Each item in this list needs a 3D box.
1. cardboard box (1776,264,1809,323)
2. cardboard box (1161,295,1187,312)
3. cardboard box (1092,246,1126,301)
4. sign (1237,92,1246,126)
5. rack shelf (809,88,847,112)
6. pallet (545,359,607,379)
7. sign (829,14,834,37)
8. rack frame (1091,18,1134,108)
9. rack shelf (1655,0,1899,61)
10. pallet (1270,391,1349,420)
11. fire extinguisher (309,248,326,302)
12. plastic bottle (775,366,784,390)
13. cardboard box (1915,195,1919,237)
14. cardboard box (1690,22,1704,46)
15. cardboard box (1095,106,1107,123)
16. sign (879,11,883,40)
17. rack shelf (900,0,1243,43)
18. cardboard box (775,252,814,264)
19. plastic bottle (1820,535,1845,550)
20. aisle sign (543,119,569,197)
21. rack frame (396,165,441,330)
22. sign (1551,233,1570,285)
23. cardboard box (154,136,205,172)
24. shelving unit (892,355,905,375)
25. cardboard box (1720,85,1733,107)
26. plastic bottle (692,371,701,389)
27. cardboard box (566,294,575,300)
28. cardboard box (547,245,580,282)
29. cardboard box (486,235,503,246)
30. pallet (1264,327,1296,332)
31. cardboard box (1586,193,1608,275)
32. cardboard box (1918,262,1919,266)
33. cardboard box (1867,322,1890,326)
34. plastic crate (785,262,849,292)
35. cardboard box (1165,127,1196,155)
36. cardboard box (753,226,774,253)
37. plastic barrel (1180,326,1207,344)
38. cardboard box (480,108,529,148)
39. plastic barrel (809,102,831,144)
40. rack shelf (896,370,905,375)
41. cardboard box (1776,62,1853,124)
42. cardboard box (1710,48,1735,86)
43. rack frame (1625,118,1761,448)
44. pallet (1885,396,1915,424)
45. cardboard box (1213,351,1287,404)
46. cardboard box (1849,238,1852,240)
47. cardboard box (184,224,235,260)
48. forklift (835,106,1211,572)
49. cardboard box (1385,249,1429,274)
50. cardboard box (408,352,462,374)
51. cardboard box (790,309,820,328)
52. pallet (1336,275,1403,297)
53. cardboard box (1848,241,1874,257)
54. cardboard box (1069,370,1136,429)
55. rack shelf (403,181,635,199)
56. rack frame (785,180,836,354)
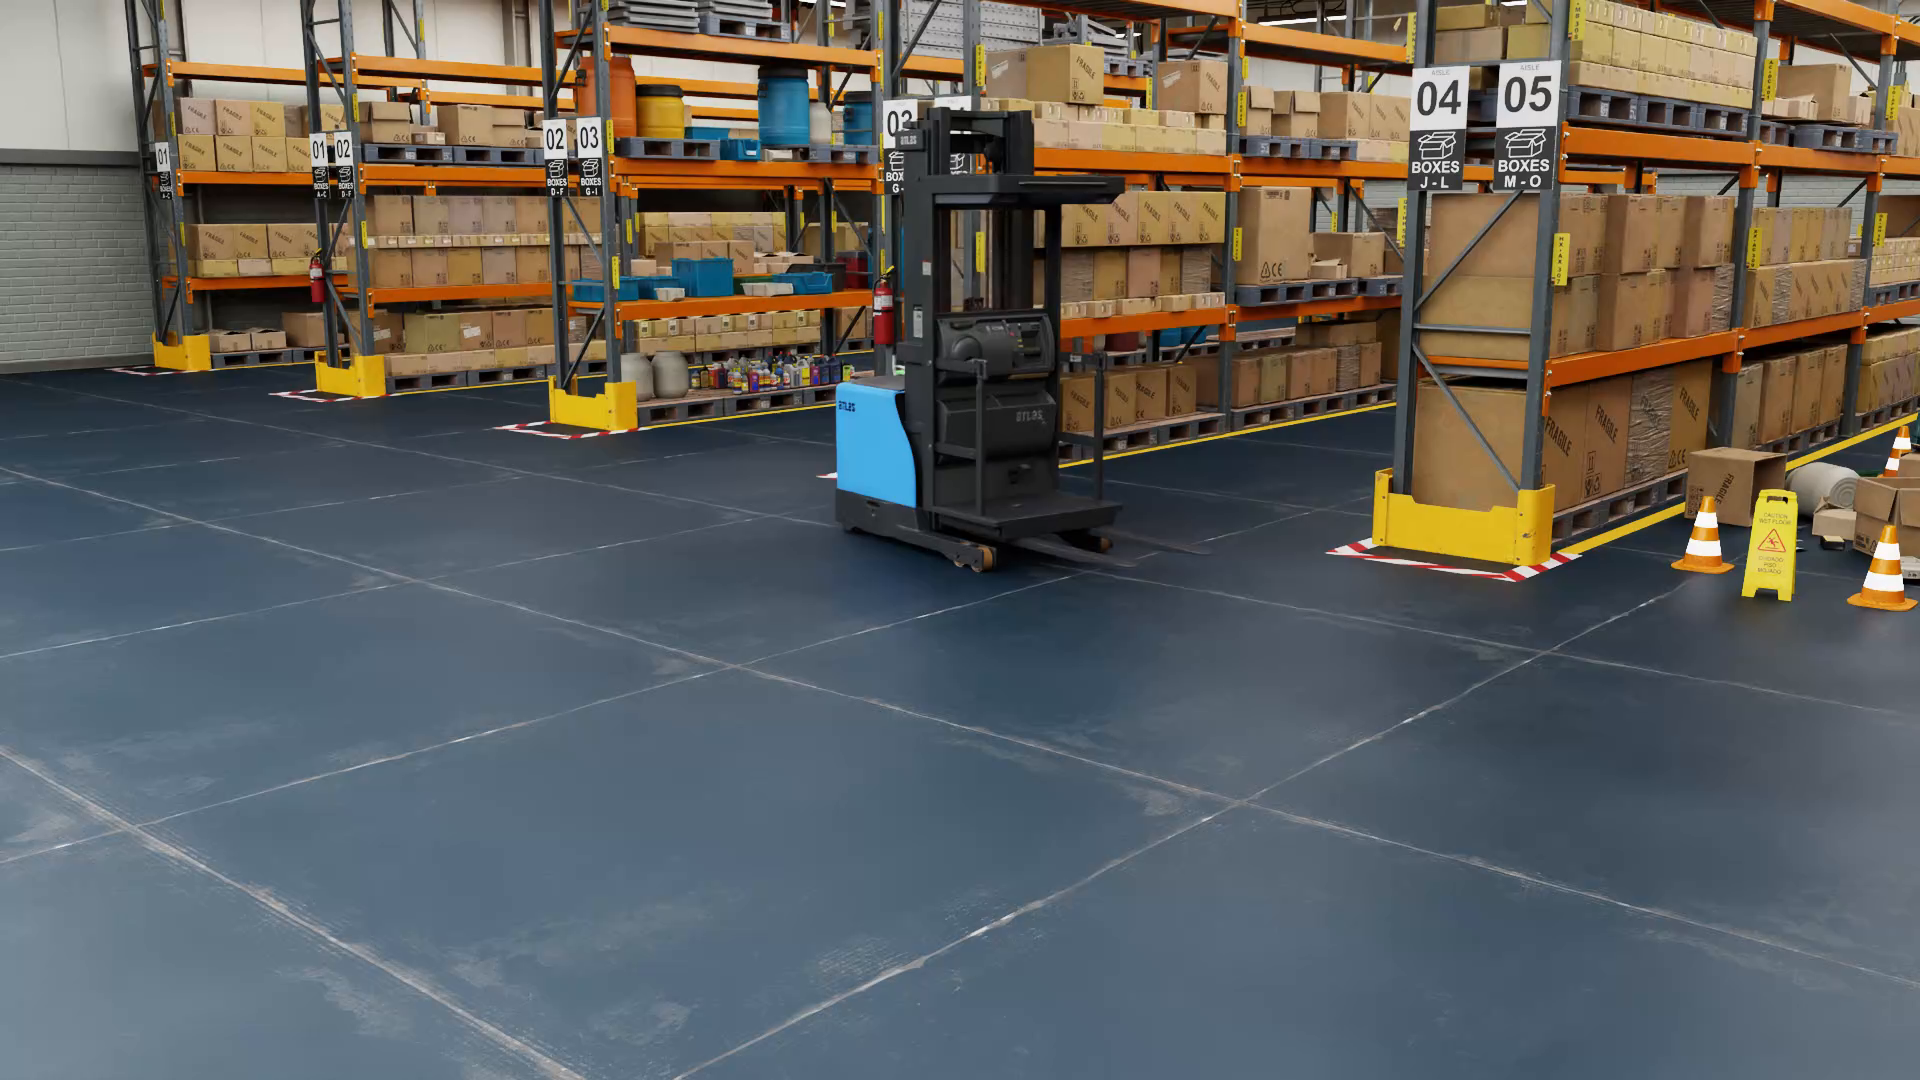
[{"bbox_3d":[7.269,-2.226,14.944,0.500,0.500,0.500,10,15,40],"label":"cardboard box"},{"bbox_3d":[2.012,-2.335,16.383,0.380,0.149,0.250,10,15,40],"label":"cardboard box"},{"bbox_3d":[1.081,-2.556,15.836,0.875,0.500,0.500,10,15,40],"label":"cardboard box"},{"bbox_3d":[2.809,-4.299,16.597,0.100,0.325,0.005,10,15,40],"label":"sign"},{"bbox_3d":[-1.082,-7.200,27.644,1.077,0.370,4.000,10,15,40],"label":"rack shelf"},{"bbox_3d":[-5.599,-2.446,23.417,1.003,0.211,1.213,10,15,40],"label":"pallet"},{"bbox_3d":[-1.983,-7.920,25.598,0.100,0.325,0.005,10,15,40],"label":"sign"},{"bbox_3d":[2.879,-8.632,31.954,1.000,3.000,0.127,10,15,40],"label":"rack frame"},{"bbox_3d":[7.376,-4.674,14.997,1.077,0.370,4.000,10,15,40],"label":"rack shelf"},{"bbox_3d":[3.714,-1.571,19.037,1.003,0.211,1.213,10,15,40],"label":"pallet"},{"bbox_3d":[-8.110,-3.341,20.977,0.296,0.674,0.183,10,15,40],"label":"fire extinguisher"},{"bbox_3d":[-2.108,-1.894,19.380,0.097,0.271,0.097,0,11,0],"label":"plastic bottle"},{"bbox_3d":[11.817,-3.884,19.933,0.500,0.500,0.500,10,15,42],"label":"cardboard box"},{"bbox_3d":[5.220,-3.700,12.199,0.380,0.149,0.250,10,15,40],"label":"cardboard box"},{"bbox_3d":[1.125,-3.888,15.226,0.380,0.149,0.250,10,15,40],"label":"cardboard box"},{"bbox_3d":[-0.918,-6.050,19.562,0.100,0.325,0.005,10,15,40],"label":"sign"},{"bbox_3d":[1.076,-4.937,15.297,1.077,0.370,4.000,10,15,40],"label":"rack shelf"},{"bbox_3d":[-2.675,-4.422,26.418,0.500,0.311,0.500,11,16,44],"label":"cardboard box"},{"bbox_3d":[6.024,0.013,11.489,0.133,0.061,0.283,4,12,21],"label":"plastic bottle"},{"bbox_3d":[-4.235,-3.998,17.431,0.394,0.787,0.004,10,15,40],"label":"aisle sign"},{"bbox_3d":[-8.766,-4.565,26.906,1.000,3.000,0.127,10,15,40],"label":"rack frame"},{"bbox_3d":[3.828,-1.789,10.599,0.100,0.325,0.005,10,15,40],"label":"sign"},{"bbox_3d":[-11.321,-5.600,24.126,0.500,0.500,0.500,-11,16,-43],"label":"cardboard box"},{"bbox_3d":[-0.222,-0.818,12.710,0.503,1.200,0.258,-5,10,-25],"label":"shelving unit"},{"bbox_3d":[5.719,-3.420,12.829,0.380,0.149,0.250,10,15,41],"label":"cardboard box"},{"bbox_3d":[-3.082,-1.866,19.414,0.097,0.201,0.097,0,11,0],"label":"plastic bottle"},{"bbox_3d":[-6.985,-4.322,29.038,0.500,0.250,0.500,10,15,41],"label":"cardboard box"},{"bbox_3d":[-5.674,-3.829,22.969,0.700,0.500,0.500,10,15,40],"label":"cardboard box"},{"bbox_3d":[-6.247,-3.959,21.964,0.380,0.149,0.250,10,15,41],"label":"cardboard box"},{"bbox_3d":[6.024,-3.565,29.023,1.003,0.211,1.213,10,15,40],"label":"pallet"},{"bbox_3d":[3.983,-2.144,11.648,0.875,0.550,0.550,10,15,40],"label":"cardboard box"},{"bbox_3d":[10.706,-3.193,18.848,0.380,0.149,0.250,9,14,39],"label":"cardboard box"},{"bbox_3d":[10.650,-2.437,19.652,0.500,0.250,0.500,9,14,38],"label":"cardboard box"},{"bbox_3d":[-1.765,-3.193,20.196,0.767,0.338,0.504,10,15,40],"label":"plastic crate"},{"bbox_3d":[1.939,-3.864,16.125,0.500,0.250,0.500,10,15,42],"label":"cardboard box"},{"bbox_3d":[-3.930,-5.769,31.873,0.500,0.500,0.500,10,15,41],"label":"cardboard box"},{"bbox_3d":[3.585,-3.560,26.161,0.600,0.901,0.708,10,15,40],"label":"plastic barrel"},{"bbox_3d":[-6.224,-5.495,22.212,0.637,0.503,0.797,-10,15,-41],"label":"cardboard box"},{"bbox_3d":[-1.756,-4.977,19.957,0.421,0.512,0.421,0,11,0],"label":"plastic barrel"},{"bbox_3d":[-0.231,-1.229,12.648,0.480,0.148,0.258,-5,10,-25],"label":"rack shelf"},{"bbox_3d":[7.759,-4.059,15.132,0.500,0.500,0.500,10,15,40],"label":"cardboard box"},{"bbox_3d":[5.589,-3.605,12.742,0.500,0.250,0.500,10,15,40],"label":"cardboard box"},{"bbox_3d":[6.055,-1.987,14.002,1.000,3.000,0.127,10,15,40],"label":"rack frame"},{"bbox_3d":[10.018,-1.502,18.691,1.003,0.211,1.213,10,15,40],"label":"pallet"},{"bbox_3d":[3.147,-1.789,18.266,0.700,0.500,0.500,10,15,40],"label":"cardboard box"},{"bbox_3d":[9.878,-3.350,18.875,0.380,0.149,0.250,11,15,42],"label":"cardboard box"},{"bbox_3d":[-10.866,-4.311,24.056,0.500,0.500,0.500,10,15,40],"label":"cardboard box"},{"bbox_3d":[0.373,-1.338,10.926,1.130,2.935,3.031,-8,14,-36],"label":"forklift"},{"bbox_3d":[5.562,-3.317,20.406,0.500,0.500,0.500,10,15,42],"label":"cardboard box"},{"bbox_3d":[-6.835,-2.318,21.606,0.500,0.250,0.500,10,15,40],"label":"cardboard box"},{"bbox_3d":[-2.563,-3.537,26.277,0.500,0.311,0.500,10,15,42],"label":"cardboard box"},{"bbox_3d":[4.646,-3.019,19.658,1.213,0.211,1.003,10,15,40],"label":"pallet"},{"bbox_3d":[9.149,-2.994,17.092,0.380,0.149,0.250,10,15,40],"label":"cardboard box"},{"bbox_3d":[1.379,-1.383,16.287,0.500,0.500,0.500,8,14,35],"label":"cardboard box"},{"bbox_3d":[-7.446,-5.977,28.156,1.077,0.370,4.000,10,15,40],"label":"rack shelf"},{"bbox_3d":[-2.402,-4.513,26.649,1.000,3.000,0.127,10,15,40],"label":"rack frame"}]
